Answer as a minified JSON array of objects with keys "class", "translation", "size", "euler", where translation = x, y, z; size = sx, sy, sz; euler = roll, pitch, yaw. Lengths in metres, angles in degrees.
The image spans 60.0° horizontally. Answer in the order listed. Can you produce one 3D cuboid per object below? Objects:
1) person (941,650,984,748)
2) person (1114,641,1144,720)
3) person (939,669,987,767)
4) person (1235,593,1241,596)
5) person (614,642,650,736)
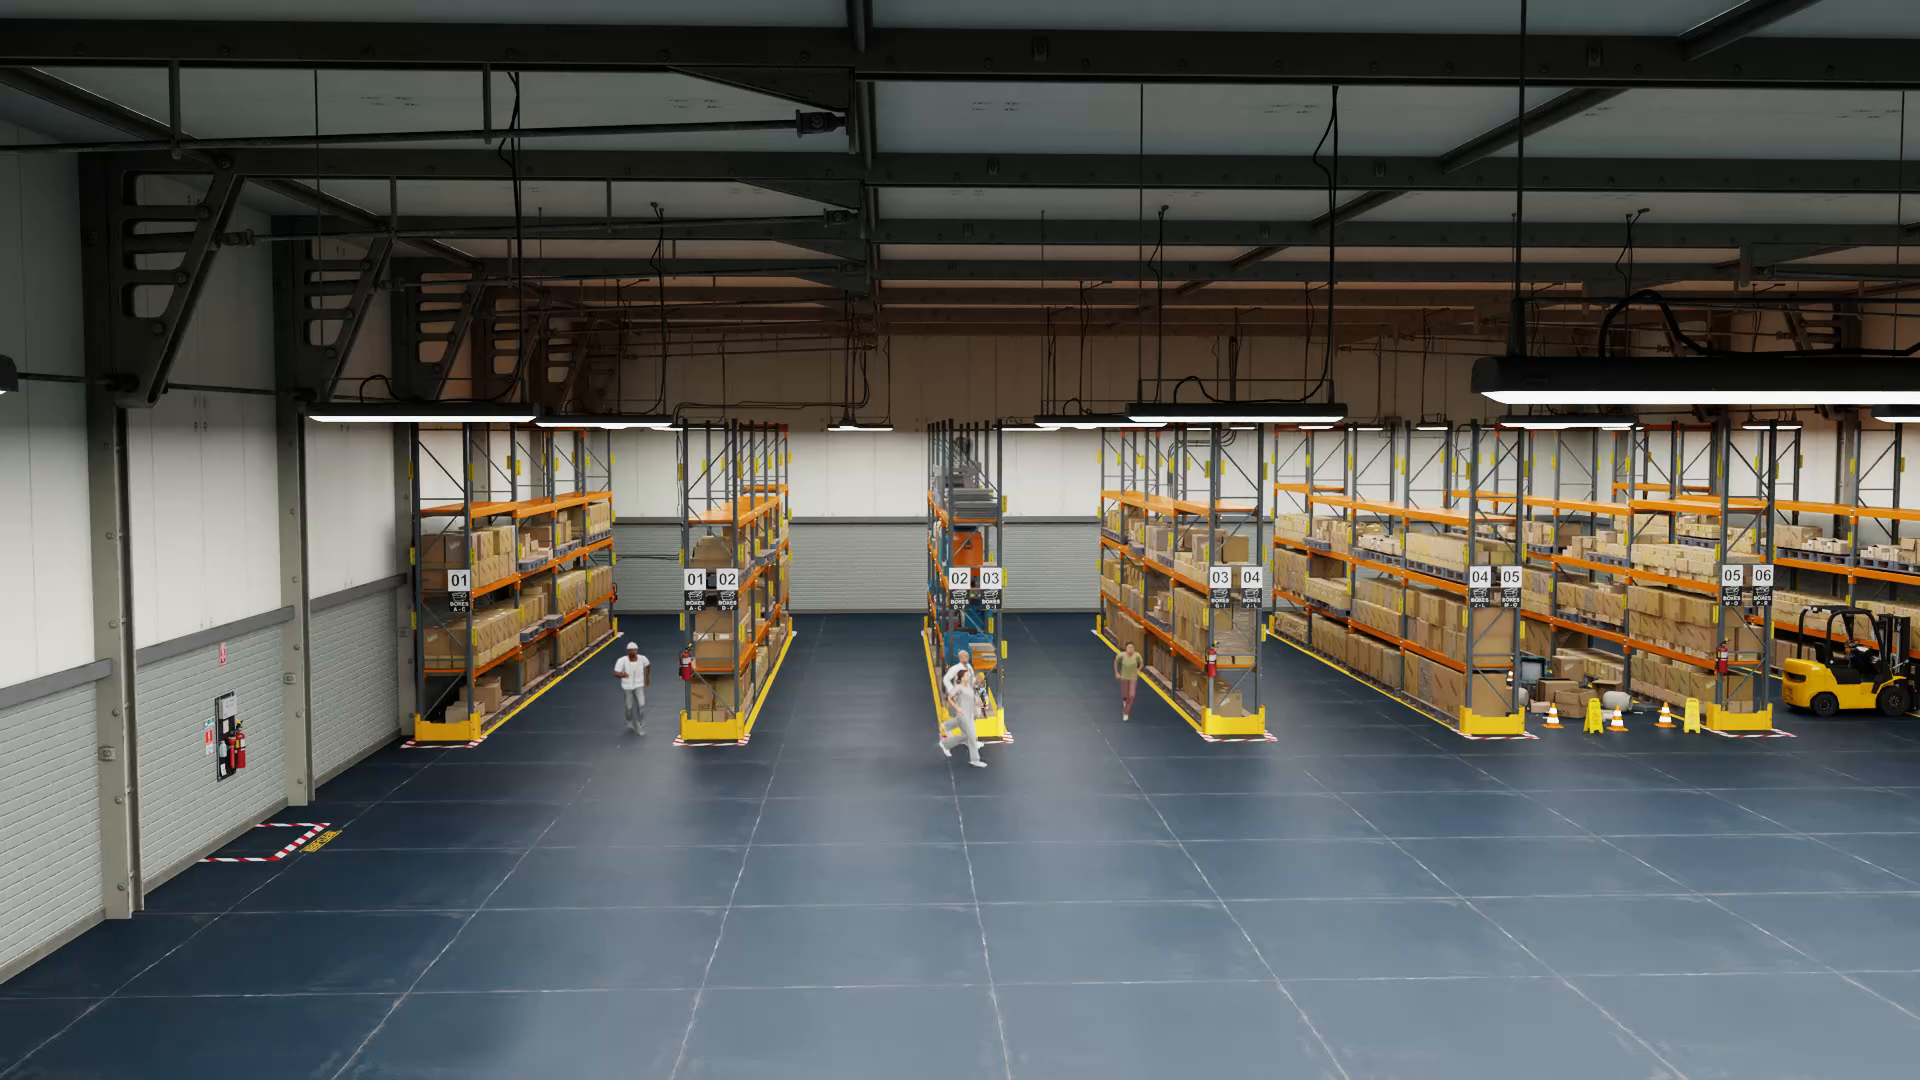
[{"class":"person","translation":[0.024,2.885,30.348],"size":[0.949,1.755,0.710],"euler":[2,4,31]},{"class":"person","translation":[3.390,2.806,33.410],"size":[0.574,1.602,0.707],"euler":[0,4,-2]},{"class":"person","translation":[0.043,3.055,28.704],"size":[0.925,1.674,0.569],"euler":[2,4,24]},{"class":"person","translation":[7.635,2.018,44.997],"size":[0.693,1.689,0.780],"euler":[0,4,-3]},{"class":"person","translation":[-6.242,2.830,31.722],"size":[0.707,1.791,0.817],"euler":[-1,4,-18]}]
